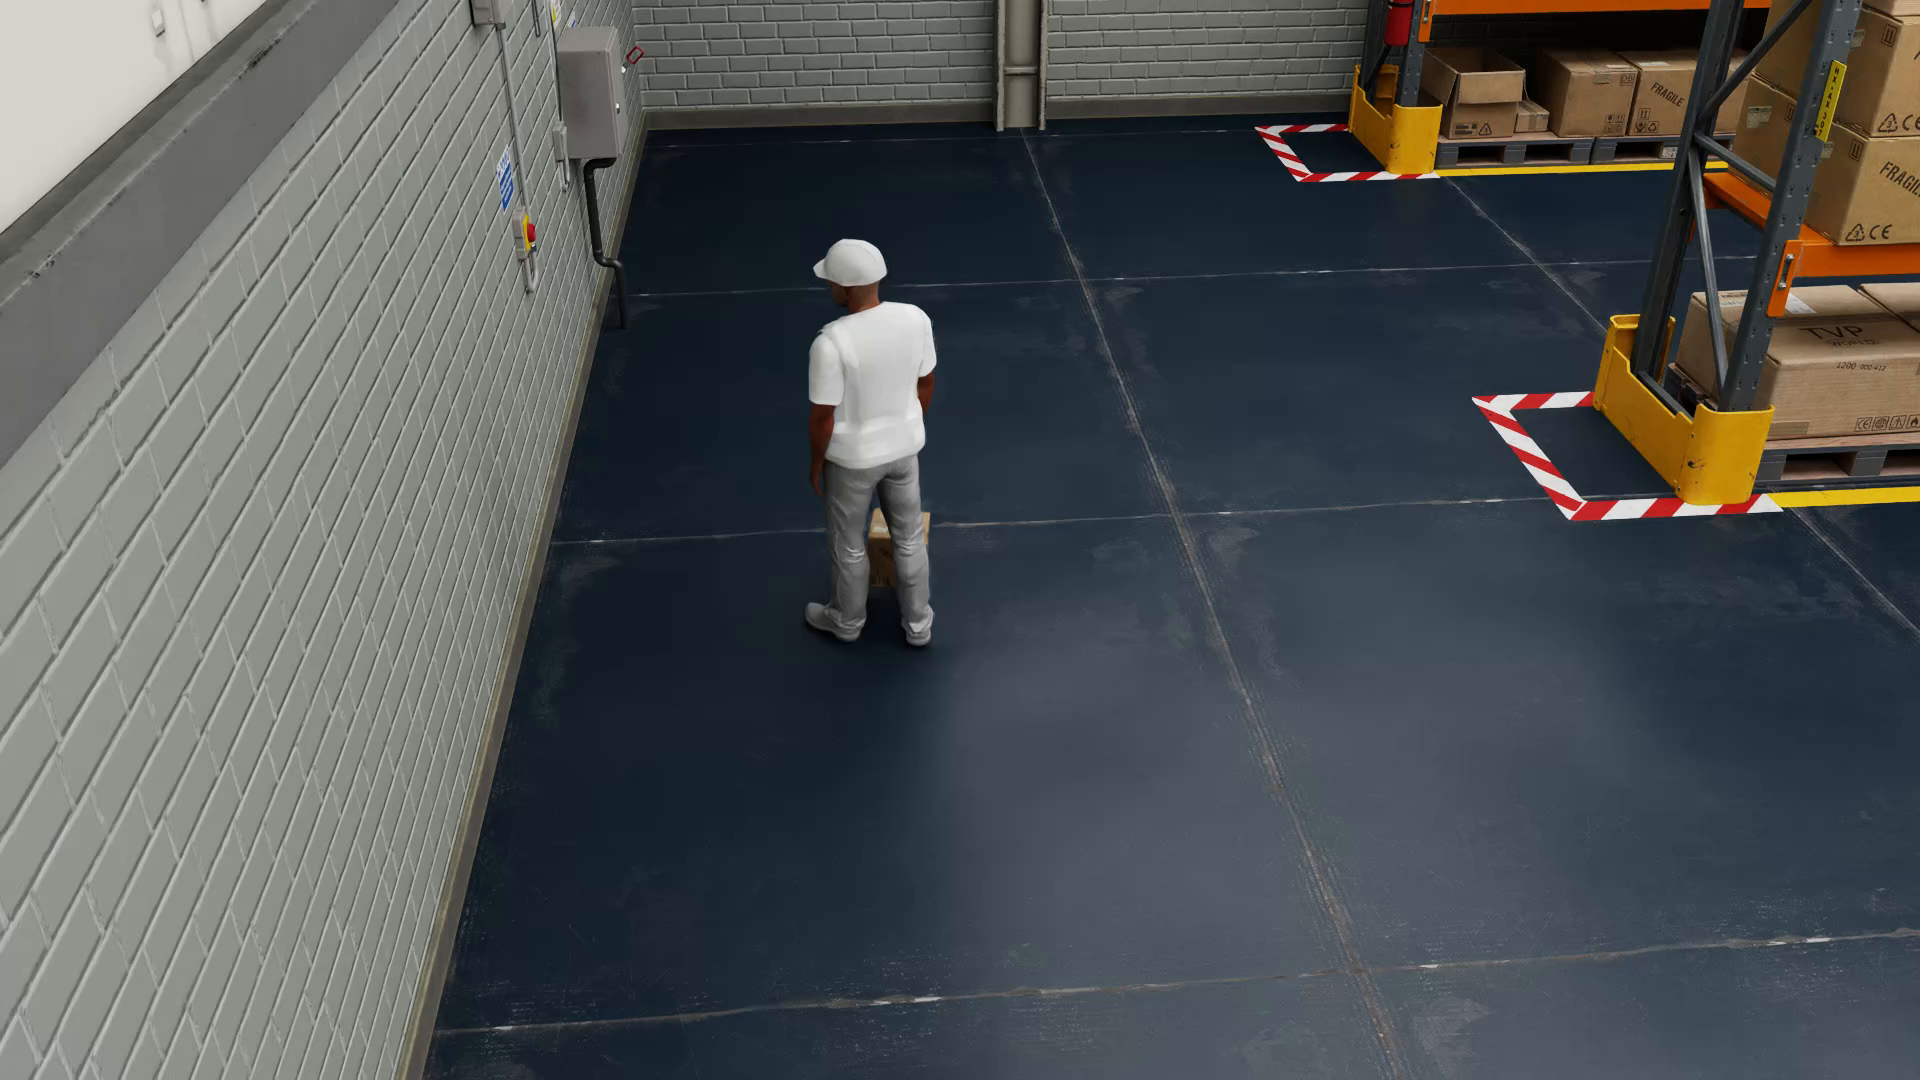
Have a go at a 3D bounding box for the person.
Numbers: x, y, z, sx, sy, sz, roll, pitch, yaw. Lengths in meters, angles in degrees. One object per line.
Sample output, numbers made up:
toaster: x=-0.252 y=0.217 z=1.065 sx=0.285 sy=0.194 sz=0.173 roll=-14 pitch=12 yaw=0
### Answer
person: x=-0.372 y=-0.377 z=6.723 sx=0.575 sy=1.772 sz=0.515 roll=-17 pitch=35 yaw=-26
